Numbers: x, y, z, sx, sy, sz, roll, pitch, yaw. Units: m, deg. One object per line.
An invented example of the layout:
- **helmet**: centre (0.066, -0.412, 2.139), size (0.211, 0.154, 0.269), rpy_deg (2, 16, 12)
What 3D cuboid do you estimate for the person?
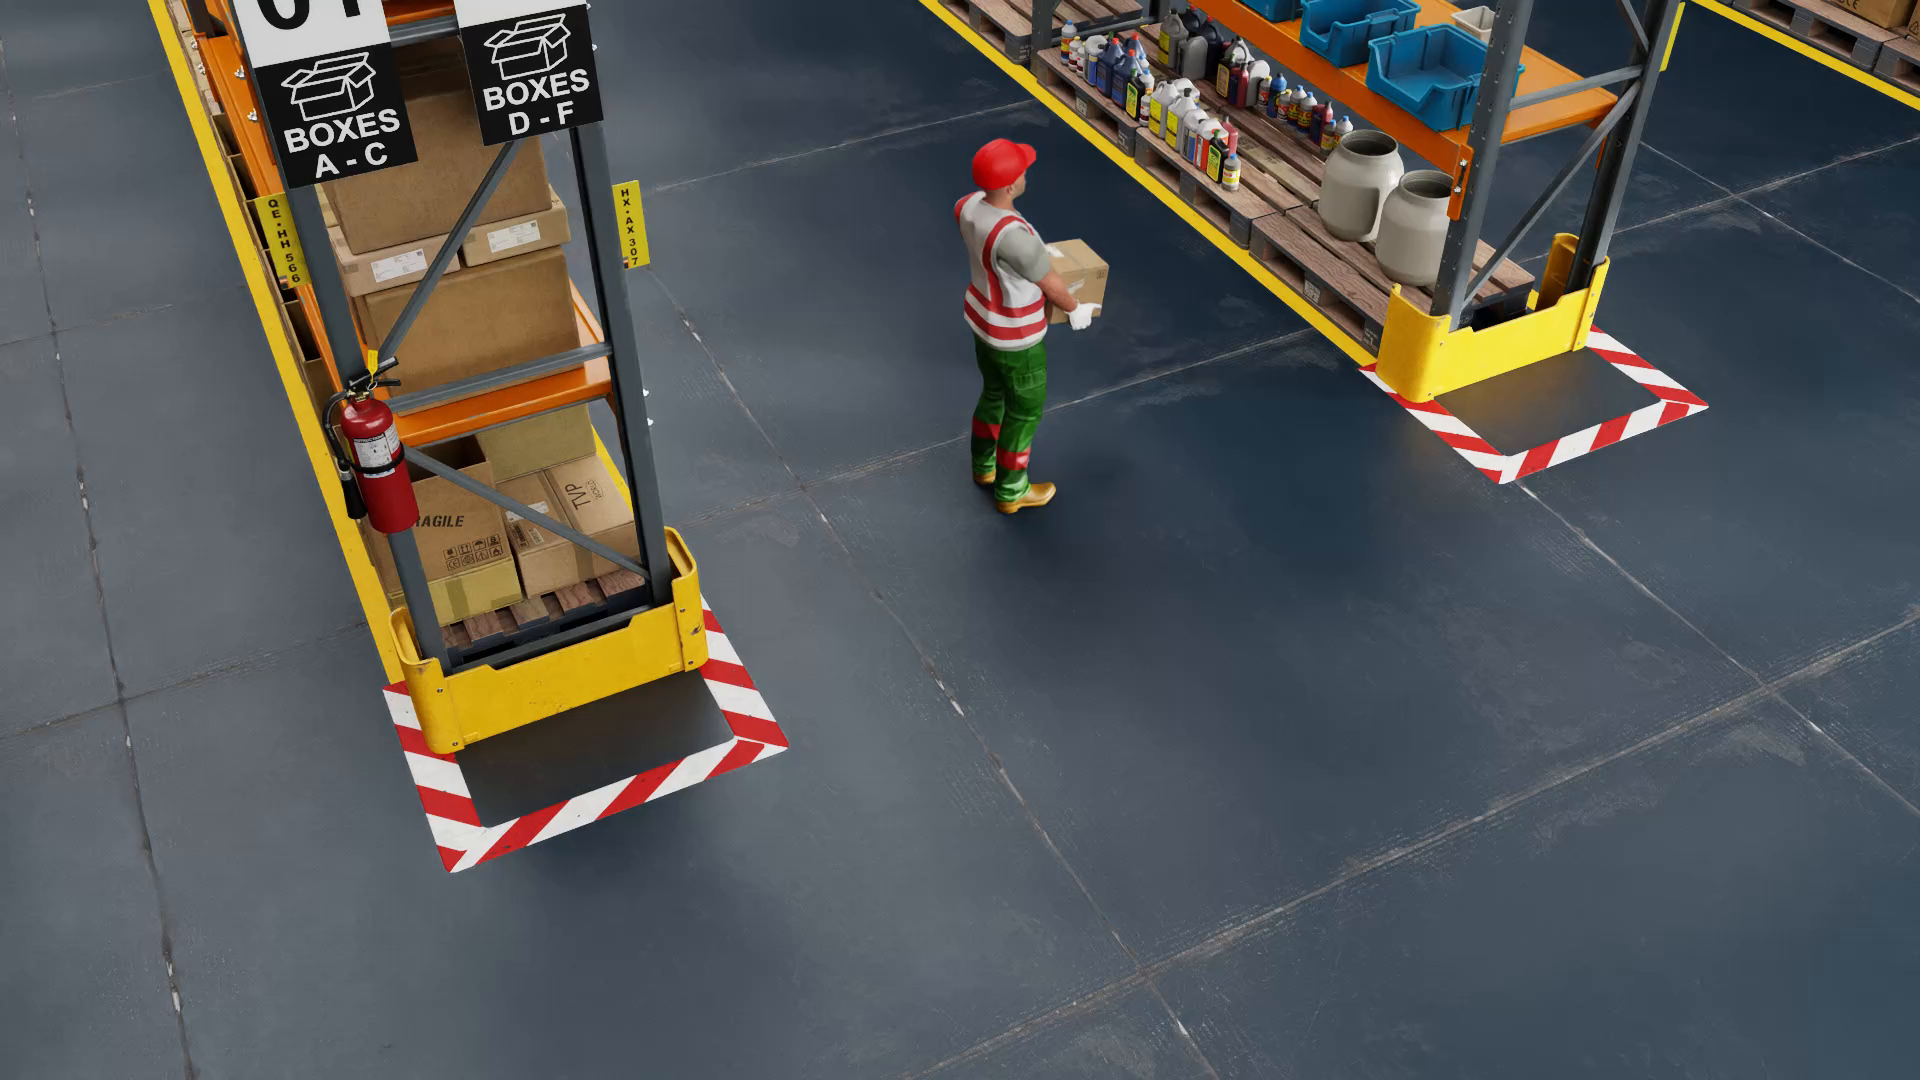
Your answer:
- **person**: centre (0.297, -0.955, 7.245), size (0.564, 1.784, 0.494), rpy_deg (-18, 44, -20)
